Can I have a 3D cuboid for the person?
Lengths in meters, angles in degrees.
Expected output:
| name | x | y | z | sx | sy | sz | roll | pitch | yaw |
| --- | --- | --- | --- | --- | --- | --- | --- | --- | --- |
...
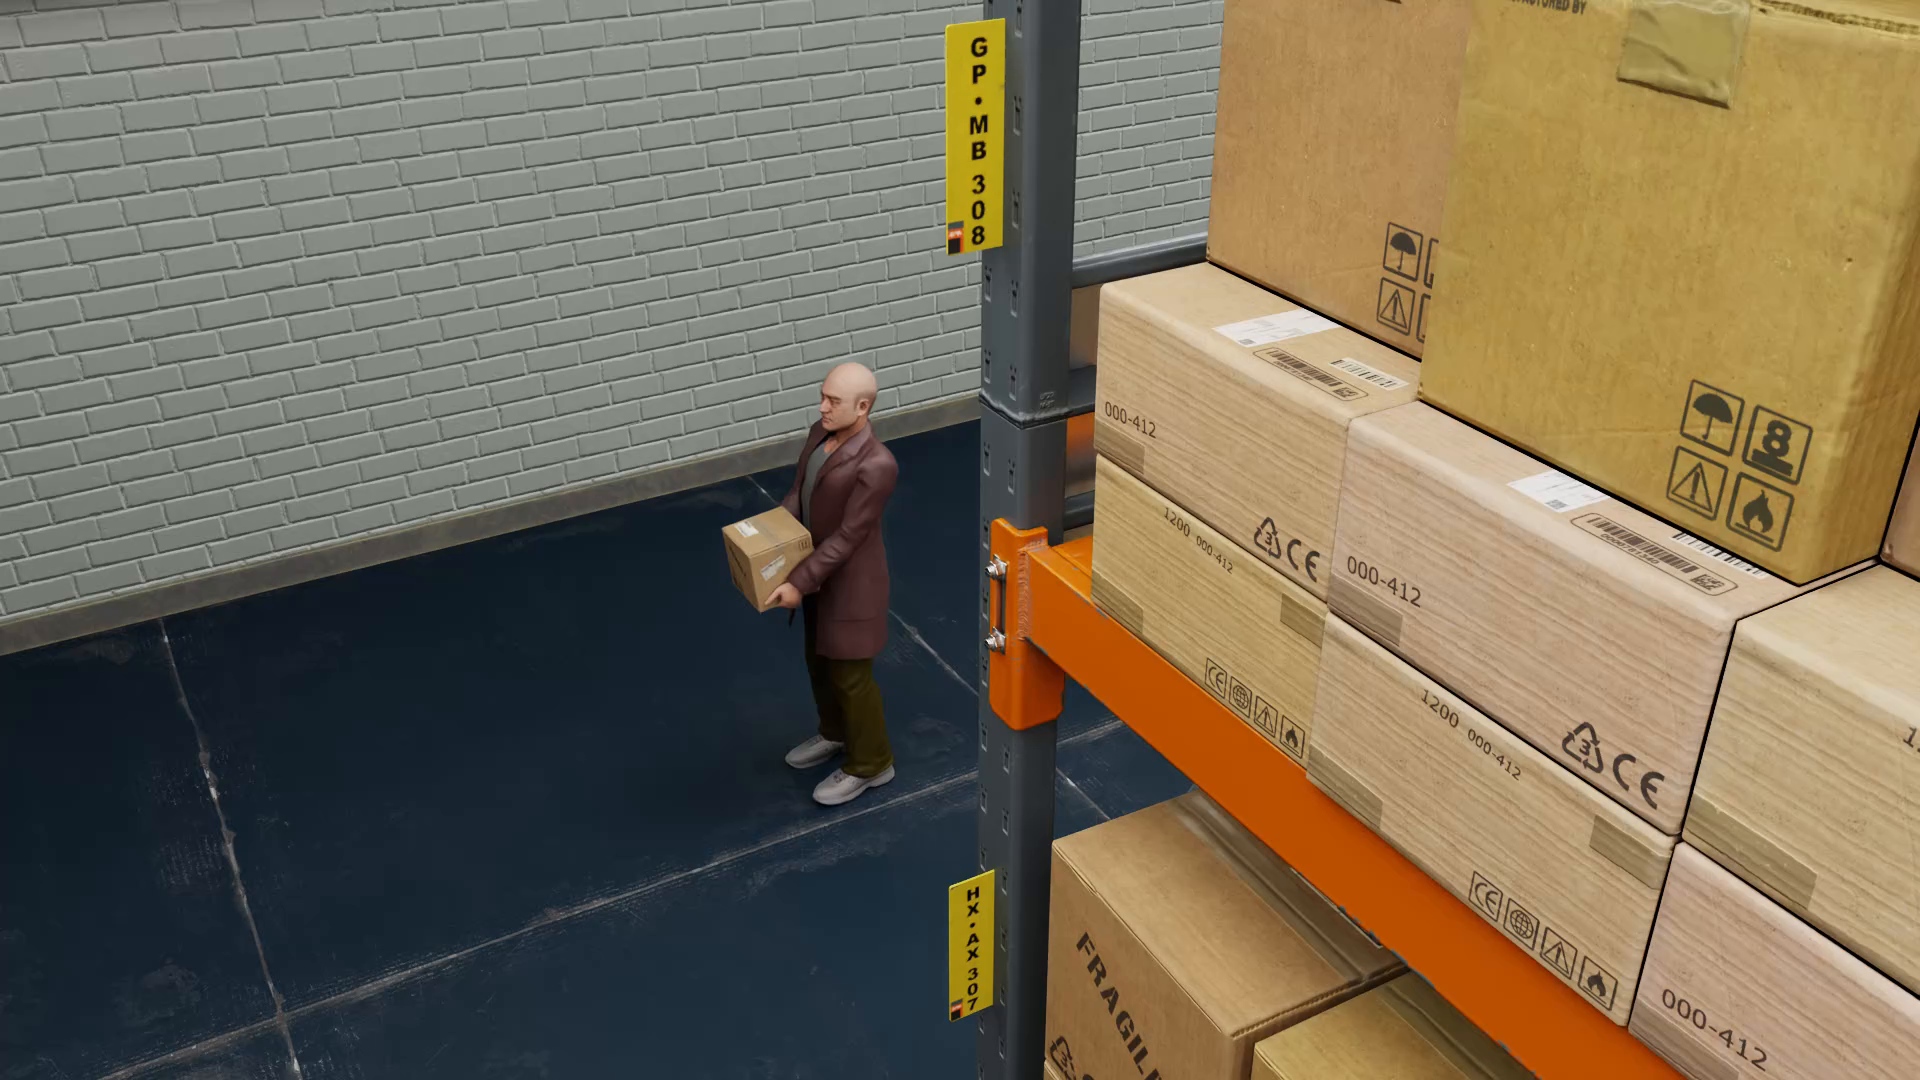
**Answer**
| name | x | y | z | sx | sy | sz | roll | pitch | yaw |
| --- | --- | --- | --- | --- | --- | --- | --- | --- | --- |
| person | -0.538 | 0.185 | 6.306 | 0.545 | 1.776 | 0.527 | -15 | 32 | -26 |
